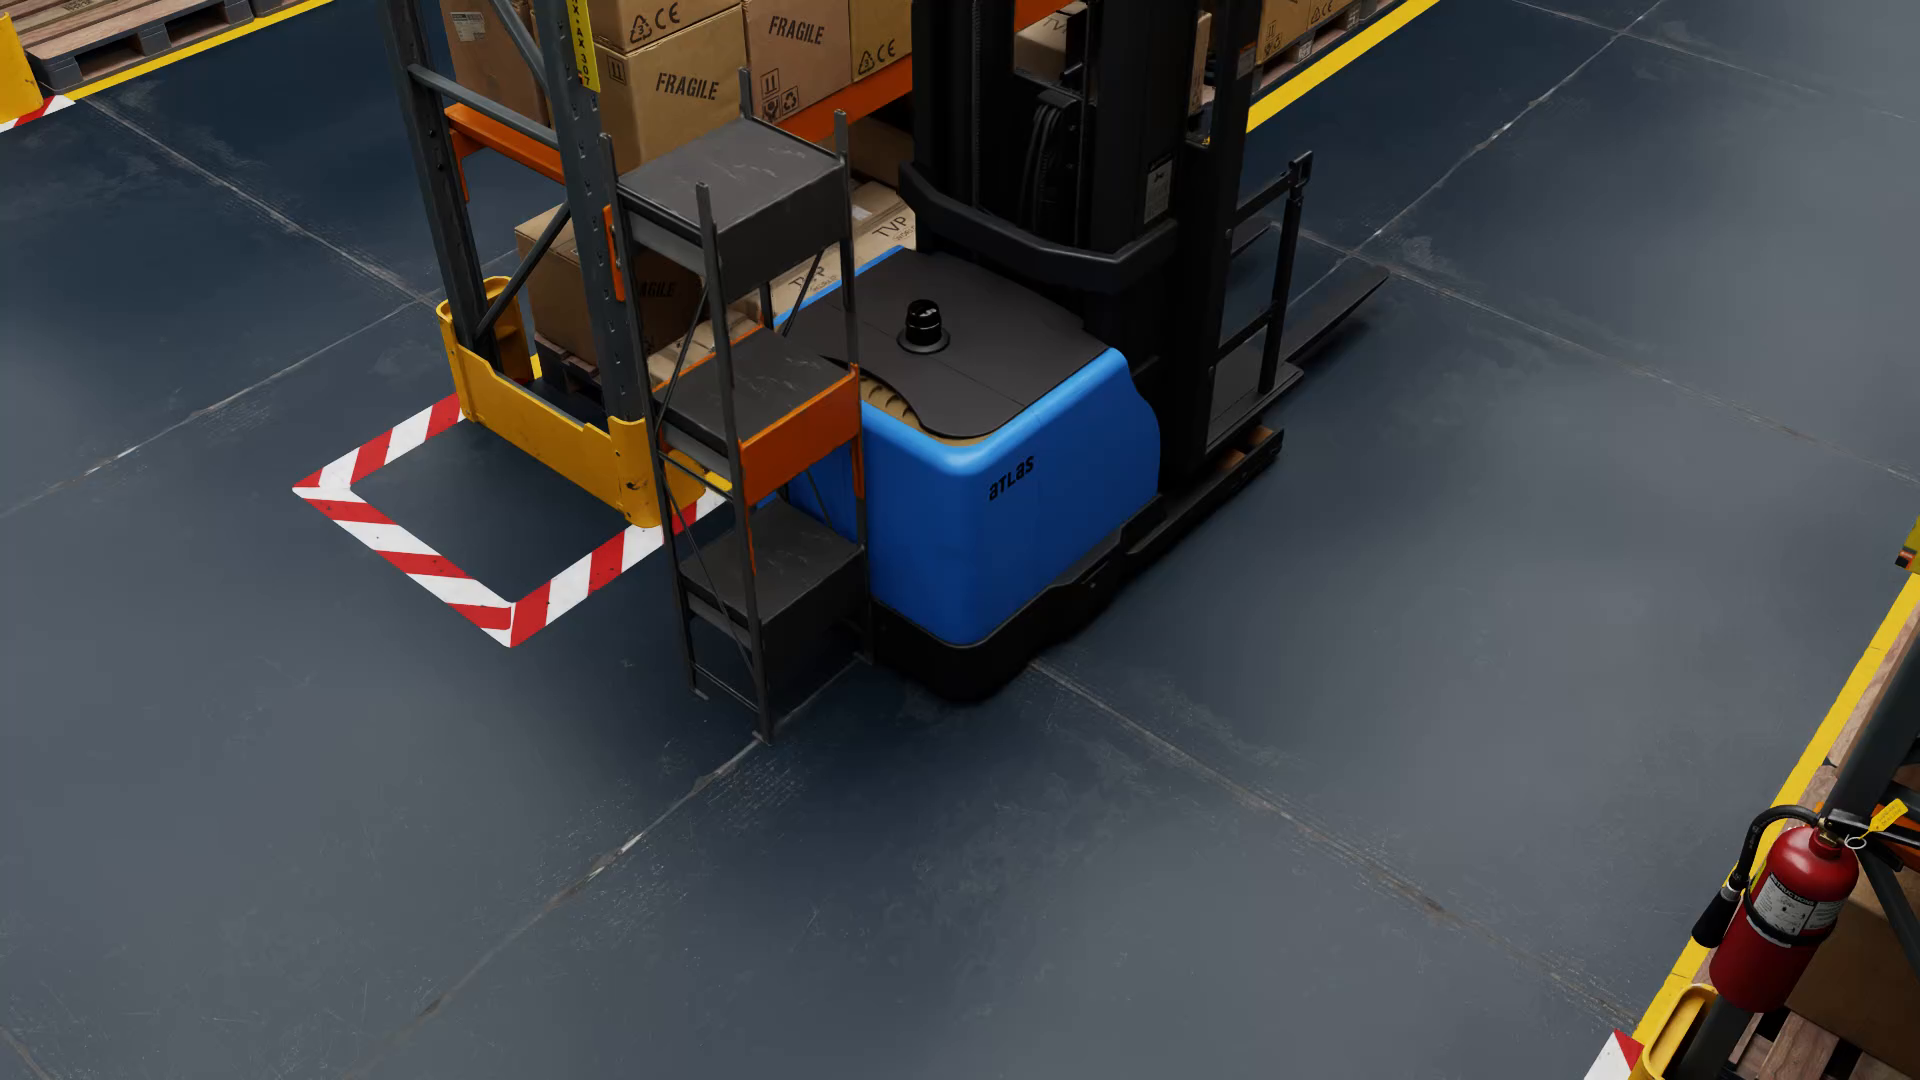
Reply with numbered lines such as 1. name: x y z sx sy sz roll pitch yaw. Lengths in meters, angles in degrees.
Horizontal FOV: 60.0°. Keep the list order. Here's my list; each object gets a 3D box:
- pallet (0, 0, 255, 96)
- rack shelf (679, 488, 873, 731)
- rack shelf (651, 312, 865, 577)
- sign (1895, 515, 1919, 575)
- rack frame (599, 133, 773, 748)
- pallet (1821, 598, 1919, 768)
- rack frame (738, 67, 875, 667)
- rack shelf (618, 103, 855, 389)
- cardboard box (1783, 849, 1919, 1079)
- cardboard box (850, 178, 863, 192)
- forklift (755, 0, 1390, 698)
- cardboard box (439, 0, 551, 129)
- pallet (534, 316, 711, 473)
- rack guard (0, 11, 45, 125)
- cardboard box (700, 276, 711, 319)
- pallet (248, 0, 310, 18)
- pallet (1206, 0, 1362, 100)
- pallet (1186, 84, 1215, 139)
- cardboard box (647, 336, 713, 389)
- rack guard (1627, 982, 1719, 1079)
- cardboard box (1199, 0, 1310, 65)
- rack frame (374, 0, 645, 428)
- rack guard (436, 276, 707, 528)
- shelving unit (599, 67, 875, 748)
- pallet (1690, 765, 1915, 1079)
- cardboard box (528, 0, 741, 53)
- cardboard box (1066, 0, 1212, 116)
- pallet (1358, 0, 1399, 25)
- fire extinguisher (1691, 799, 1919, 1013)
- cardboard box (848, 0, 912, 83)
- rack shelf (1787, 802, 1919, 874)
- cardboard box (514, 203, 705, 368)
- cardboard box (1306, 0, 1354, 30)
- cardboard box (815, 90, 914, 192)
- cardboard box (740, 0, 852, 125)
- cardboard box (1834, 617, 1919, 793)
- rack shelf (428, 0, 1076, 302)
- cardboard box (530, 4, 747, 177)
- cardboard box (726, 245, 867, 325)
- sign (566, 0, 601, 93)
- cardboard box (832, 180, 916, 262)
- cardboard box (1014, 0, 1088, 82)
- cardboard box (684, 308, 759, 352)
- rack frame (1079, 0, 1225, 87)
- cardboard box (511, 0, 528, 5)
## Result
1. pallet: -4.793 -2.961 9.349 1.003 0.211 1.213 29 50 28
2. rack shelf: -0.612 0.224 5.504 0.431 0.518 0.480 30 50 29
3. rack shelf: -0.612 -0.294 5.033 0.431 0.518 0.480 30 50 29
4. sign: 1.823 -0.053 3.042 0.100 0.325 0.005 29 50 28
5. rack frame: -0.773 -0.180 4.887 0.400 2.100 0.015 30 50 29
6. pallet: 3.469 0.666 5.361 1.003 0.211 1.213 29 50 28
7. rack frame: -0.452 -0.428 5.159 0.400 2.100 0.015 30 50 29
8. rack shelf: -0.612 -0.812 4.562 0.431 0.518 0.480 30 50 29
9. cardboard box: 2.603 1.071 4.389 0.700 0.500 0.500 29 50 28
10. cardboard box: -0.769 -1.446 7.328 0.500 0.250 0.500 29 50 28
11. forklift: 0.619 -1.472 5.691 1.130 2.935 3.031 30 50 29
12. cardboard box: -1.485 -1.823 5.951 0.500 0.500 0.500 31 51 30
13. pallet: -1.004 -0.856 7.035 1.003 0.211 1.213 29 50 28
14. rack guard: -5.359 -2.642 8.784 1.175 0.500 0.348 29 50 28
15. cardboard box: -1.074 -1.109 7.019 0.380 0.166 0.250 29 50 28
16. pallet: -4.008 -3.586 10.037 1.003 0.211 1.213 29 50 28
17. pallet: 1.504 -2.901 9.284 1.003 0.211 1.213 29 50 28
18. pallet: 0.567 -2.113 8.417 1.003 0.211 1.213 29 50 28
19. cardboard box: -1.032 -0.613 6.486 0.380 0.149 0.250 29 50 28
20. rack guard: 2.213 1.642 4.072 1.175 0.500 0.348 29 50 28
21. cardboard box: 1.507 -2.879 8.718 0.500 0.500 0.500 27 49 27
22. rack frame: -1.565 -1.438 5.602 1.000 3.000 0.127 29 50 28
23. rack guard: -1.516 -0.552 6.486 1.175 0.500 0.348 29 50 28
24. shelving unit: -0.612 -0.304 5.023 0.431 2.100 0.503 30 50 29
25. pallet: 2.684 1.291 4.673 1.003 0.211 1.213 29 50 28
26. cardboard box: -1.078 -1.959 5.357 0.500 0.500 0.500 31 51 30
27. cardboard box: 0.860 -2.319 8.102 0.500 0.500 0.500 29 50 28
28. pallet: 2.289 -3.532 9.978 1.003 0.211 1.213 29 50 28
29. fire extinguisher: 1.779 0.749 3.531 0.296 0.674 0.183 29 50 28
30. cardboard box: -0.424 -2.114 6.271 0.500 0.500 0.500 29 50 28
31. rack shelf: 3.516 -0.059 4.620 1.077 0.370 4.000 29 50 28
32. cardboard box: -1.404 -1.062 6.720 0.500 0.500 0.500 29 50 28
33. cardboard box: 1.842 -3.159 9.025 0.500 0.500 0.500 30 50 29
34. cardboard box: -0.196 -1.767 7.492 0.797 0.503 0.637 29 50 28
35. cardboard box: -0.750 -1.857 5.989 0.500 0.500 0.500 29 50 28
36. cardboard box: 2.549 0.327 3.438 0.980 0.700 0.700 32 51 30
37. rack shelf: -0.278 -2.202 6.976 1.077 0.370 4.000 29 50 28
38. cardboard box: -1.078 -1.589 5.694 0.500 0.500 0.500 31 50 29
39. cardboard box: -0.676 -0.998 6.835 0.500 0.250 0.500 29 50 28
40. sign: -1.150 -1.523 5.052 0.100 0.325 0.005 29 50 28
41. cardboard box: -0.354 -1.255 7.118 0.500 0.250 0.500 29 50 28
42. cardboard box: 0.574 -2.543 8.489 0.500 0.311 0.500 29 50 28
43. cardboard box: -0.872 -0.748 6.622 0.380 0.166 0.250 29 50 28
44. rack frame: 1.009 -3.498 7.867 1.000 3.000 0.127 29 50 28
45. cardboard box: -1.489 -2.193 5.615 0.500 0.500 0.500 29 50 28
